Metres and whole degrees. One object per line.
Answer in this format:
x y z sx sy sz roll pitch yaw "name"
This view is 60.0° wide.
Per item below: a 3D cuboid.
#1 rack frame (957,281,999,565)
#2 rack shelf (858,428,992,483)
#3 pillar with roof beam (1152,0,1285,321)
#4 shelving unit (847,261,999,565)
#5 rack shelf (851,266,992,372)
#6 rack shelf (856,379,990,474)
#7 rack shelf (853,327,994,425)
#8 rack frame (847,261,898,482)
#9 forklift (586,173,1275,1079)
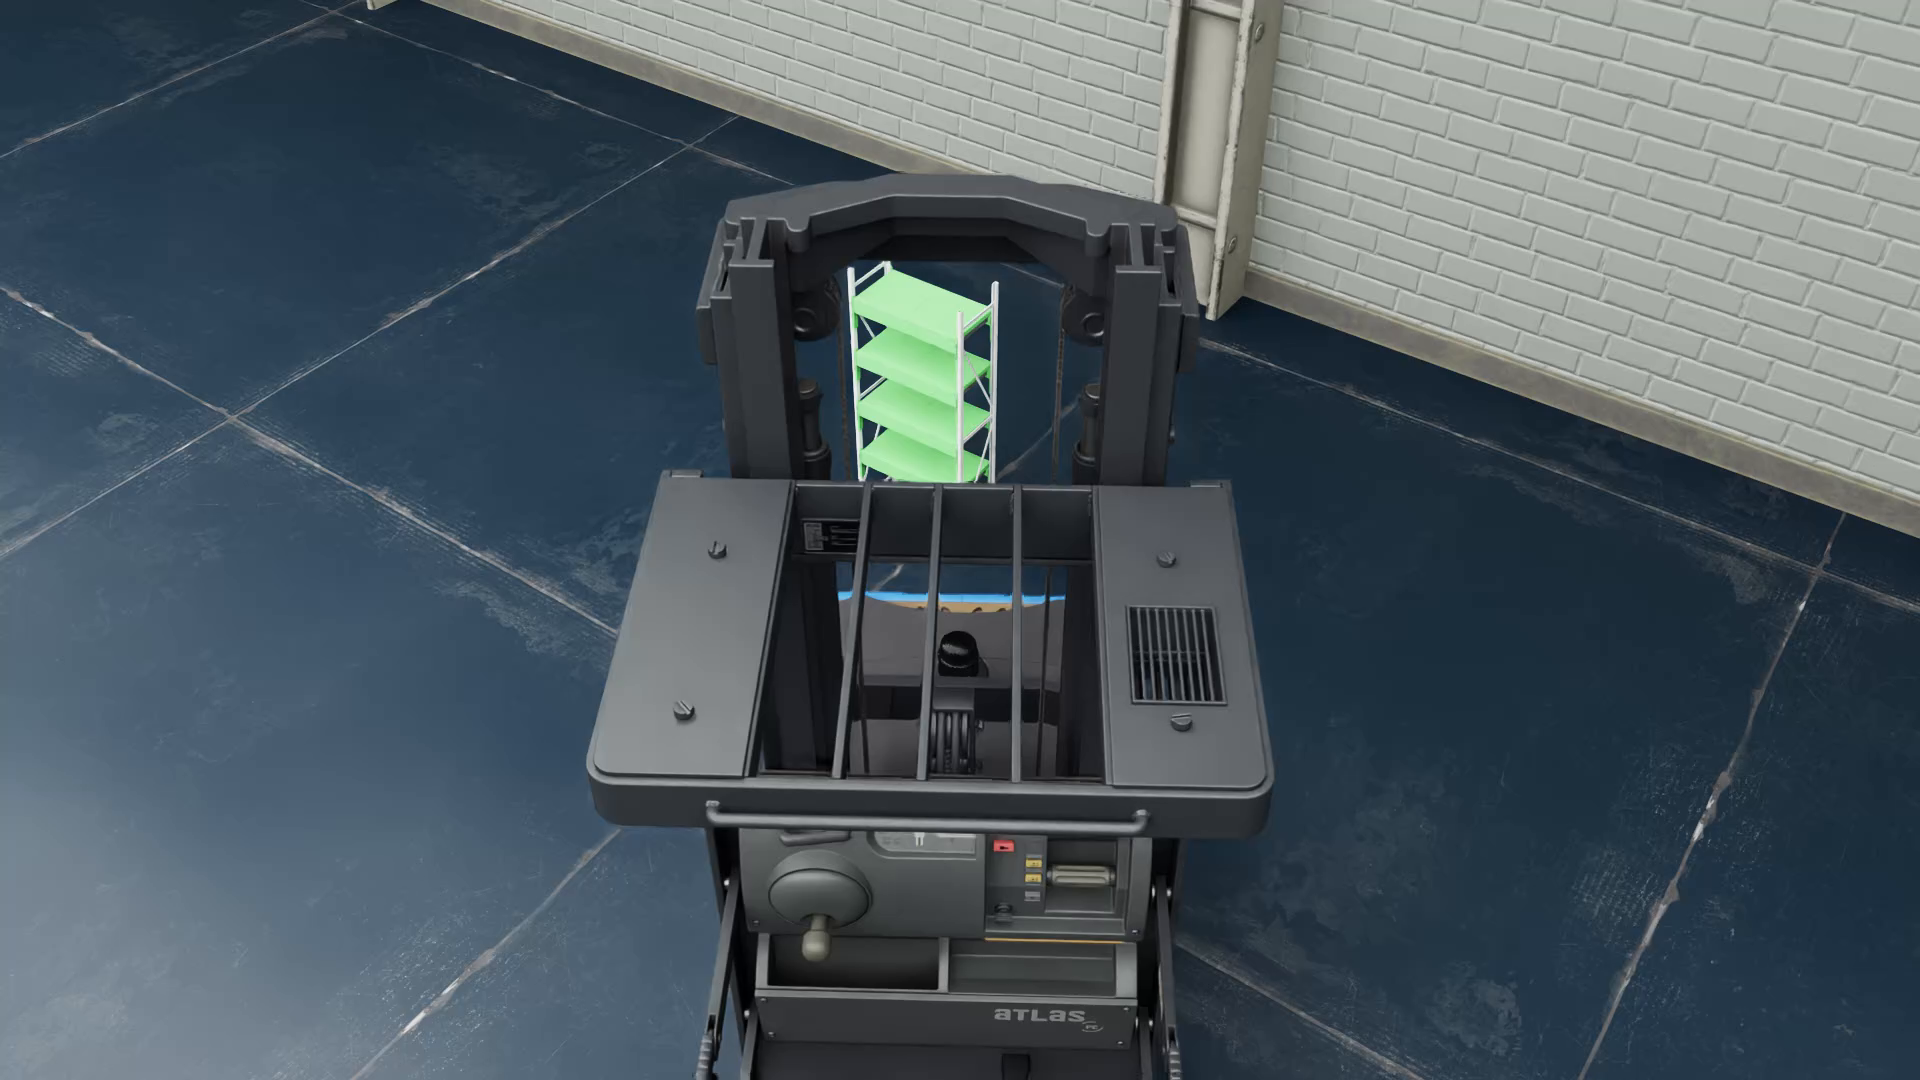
0.064 -0.417 6.316 0.015 1.200 0.240 25 48 25 "rack frame"
-0.136 -0.284 6.623 0.480 0.148 0.258 25 48 25 "rack shelf"
-1.331 -2.204 2.464 0.400 9.000 9.100 25 48 25 "pillar with roof beam"
-0.136 -0.511 6.421 0.503 1.200 0.258 25 48 25 "shelving unit"
-0.136 -0.821 6.143 0.480 0.148 0.258 25 48 25 "rack shelf"
-0.136 -0.463 6.463 0.480 0.148 0.258 25 48 25 "rack shelf"
-0.136 -0.642 6.303 0.480 0.148 0.258 25 48 25 "rack shelf"
-0.335 -0.604 6.525 0.015 1.200 0.240 25 48 25 "rack frame"
-0.037 0.845 3.608 1.130 2.935 3.031 1 42 1 "forklift"
